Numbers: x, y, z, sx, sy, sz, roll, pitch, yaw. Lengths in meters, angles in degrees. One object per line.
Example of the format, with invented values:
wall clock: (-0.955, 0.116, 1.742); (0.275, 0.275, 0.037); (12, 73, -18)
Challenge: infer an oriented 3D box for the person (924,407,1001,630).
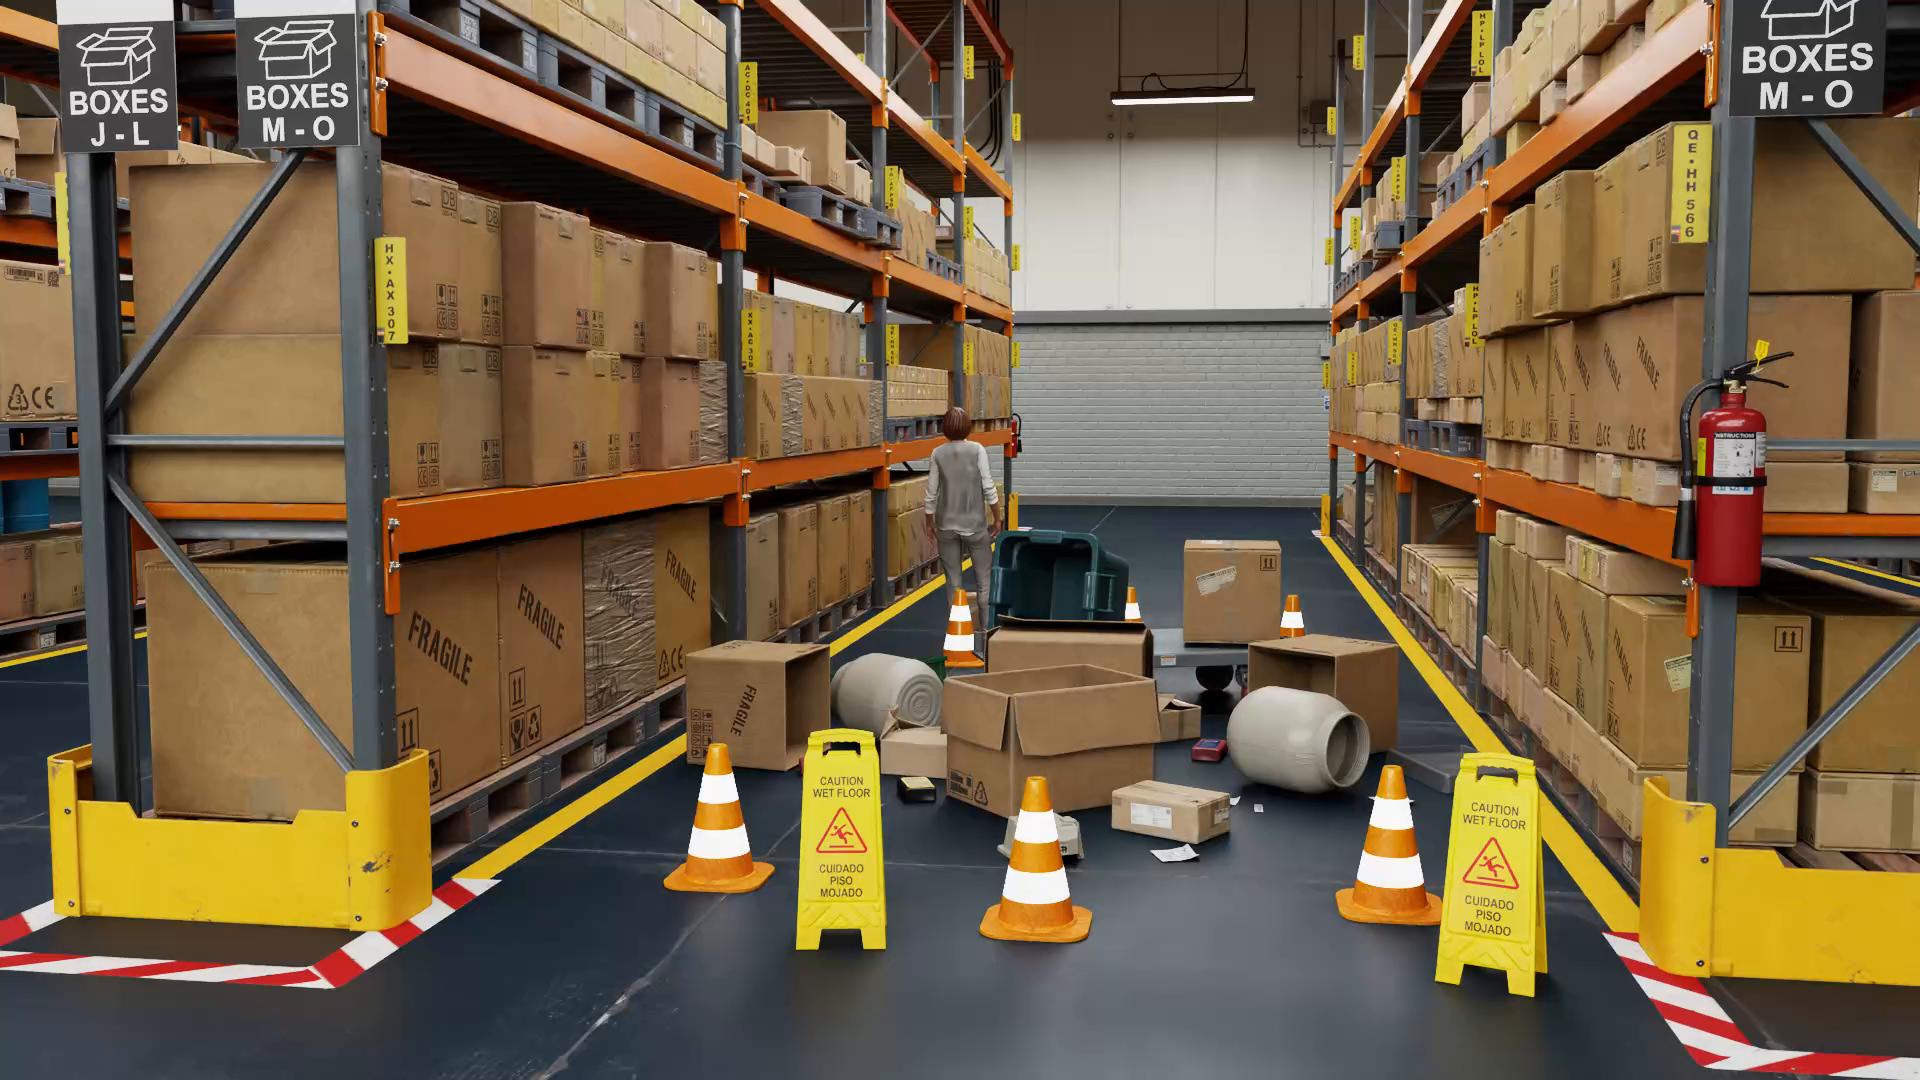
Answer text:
person: (0.034, -0.073, 10.895); (0.519, 1.598, 0.474); (1, 5, 8)
